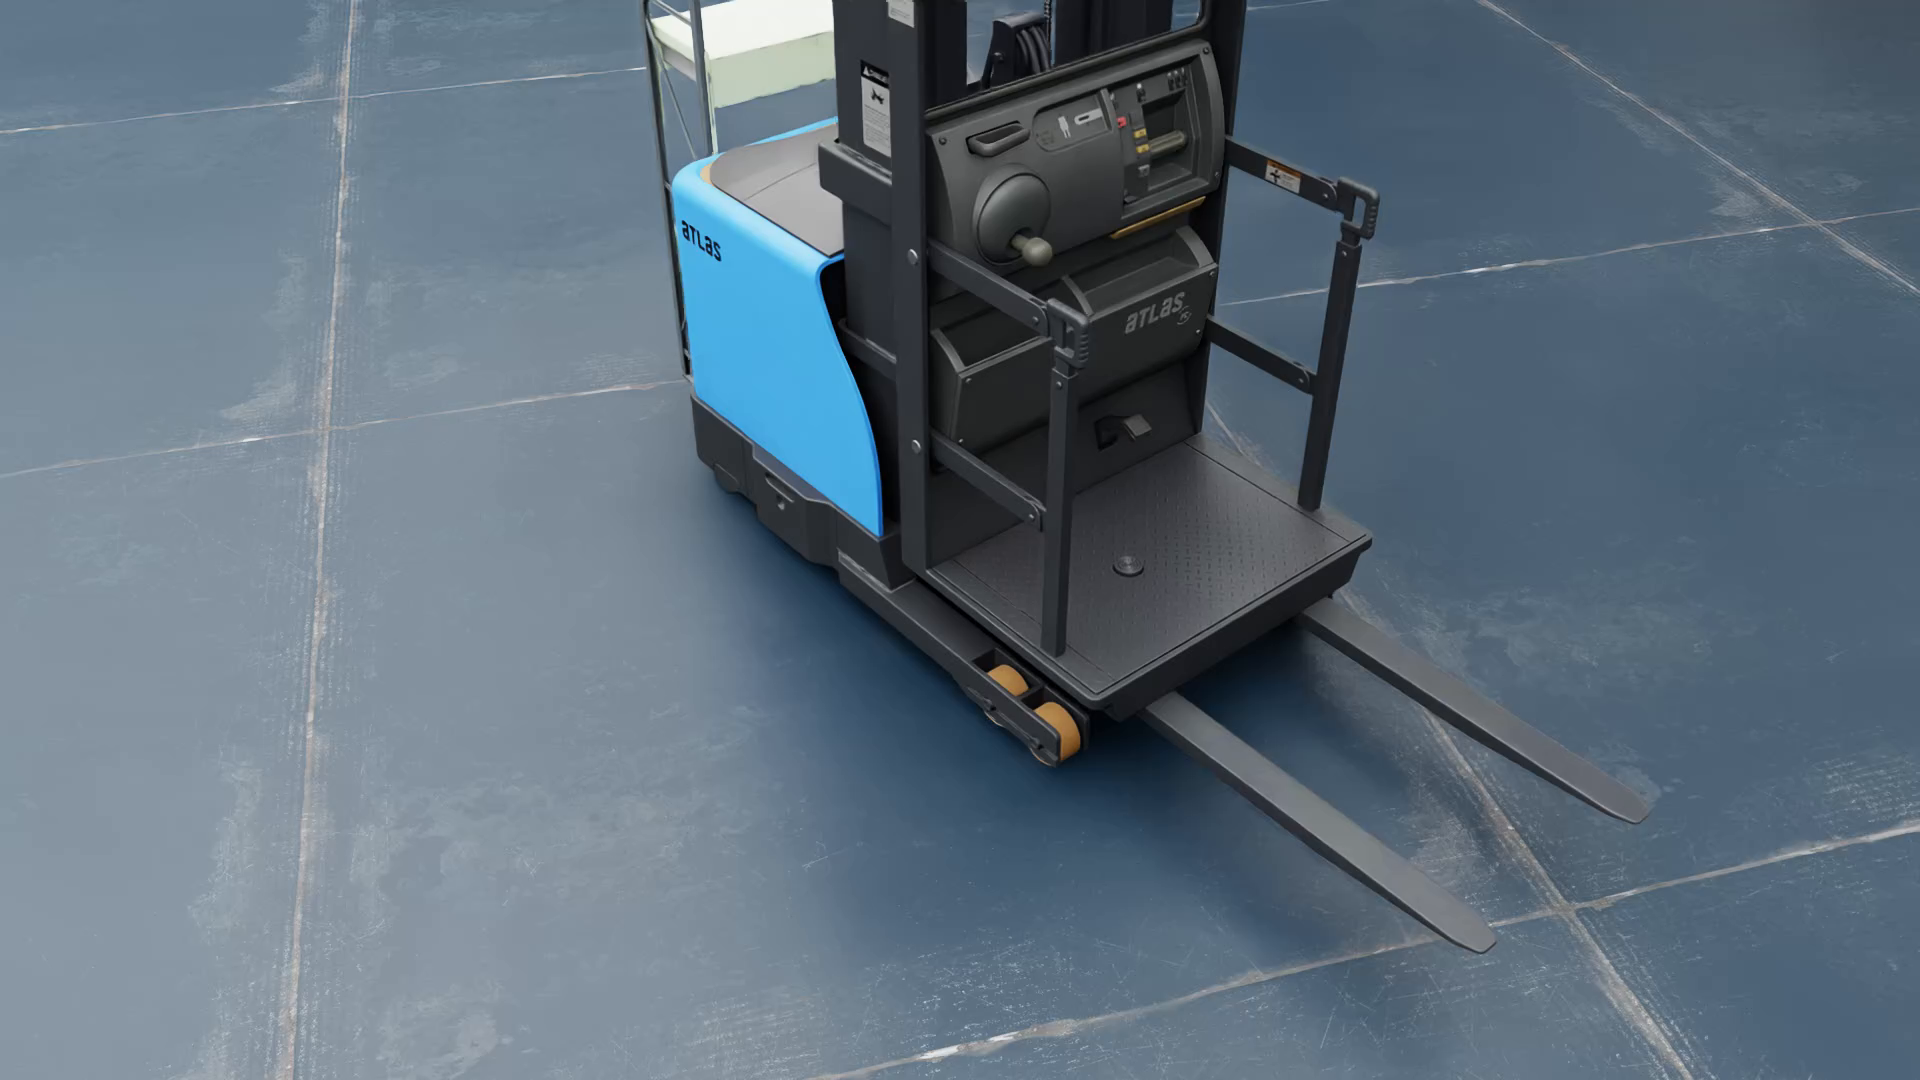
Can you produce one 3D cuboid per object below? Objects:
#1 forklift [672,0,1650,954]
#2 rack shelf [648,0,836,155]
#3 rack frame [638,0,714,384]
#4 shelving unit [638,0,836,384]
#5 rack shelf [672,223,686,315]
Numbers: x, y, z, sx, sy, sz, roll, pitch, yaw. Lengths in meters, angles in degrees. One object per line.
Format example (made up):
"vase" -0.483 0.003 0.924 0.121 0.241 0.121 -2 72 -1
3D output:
"forklift" 0.451 -0.909 4.025 1.130 2.935 3.031 -27 45 -30
"rack shelf" -0.586 -1.539 5.385 0.720 0.370 0.431 -23 43 -27
"rack frame" -0.886 -1.102 5.456 0.023 1.500 0.400 -23 43 -27
"shelving unit" -0.586 -1.229 5.622 0.755 1.500 0.431 -23 43 -27
"rack shelf" -0.586 -0.970 5.820 0.720 0.370 0.431 -23 43 -27
